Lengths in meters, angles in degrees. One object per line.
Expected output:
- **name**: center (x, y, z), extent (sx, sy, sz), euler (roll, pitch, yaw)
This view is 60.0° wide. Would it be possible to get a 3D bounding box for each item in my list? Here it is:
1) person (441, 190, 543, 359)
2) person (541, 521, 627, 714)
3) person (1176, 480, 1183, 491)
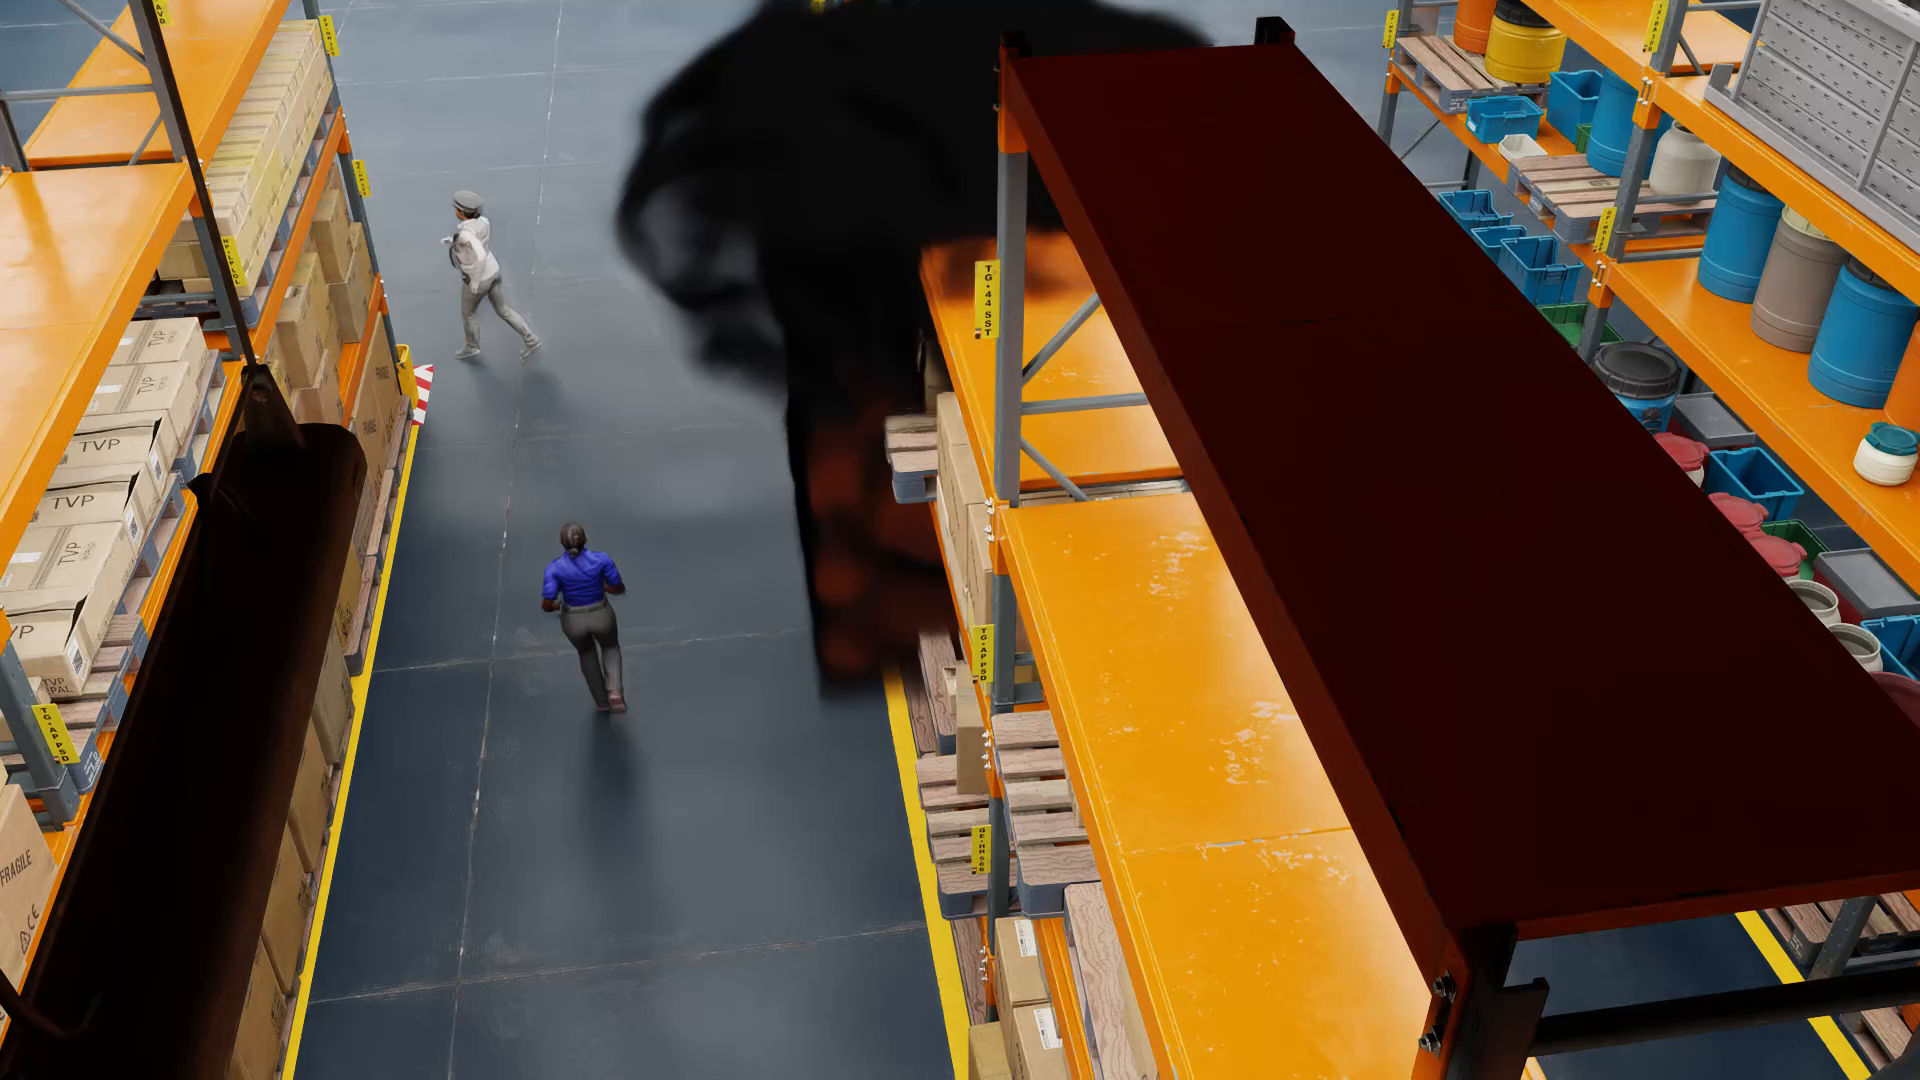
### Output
- **person**: center (-4.358, -2.389, 15.242), extent (0.921, 1.703, 0.601), euler (11, 38, 14)
- **person**: center (-2.537, 0.559, 11.334), extent (0.563, 1.609, 0.588), euler (-10, 38, -14)
- **person**: center (1.598, -1.138, 13.469), extent (0.678, 1.800, 0.979), euler (-9, 37, -12)
